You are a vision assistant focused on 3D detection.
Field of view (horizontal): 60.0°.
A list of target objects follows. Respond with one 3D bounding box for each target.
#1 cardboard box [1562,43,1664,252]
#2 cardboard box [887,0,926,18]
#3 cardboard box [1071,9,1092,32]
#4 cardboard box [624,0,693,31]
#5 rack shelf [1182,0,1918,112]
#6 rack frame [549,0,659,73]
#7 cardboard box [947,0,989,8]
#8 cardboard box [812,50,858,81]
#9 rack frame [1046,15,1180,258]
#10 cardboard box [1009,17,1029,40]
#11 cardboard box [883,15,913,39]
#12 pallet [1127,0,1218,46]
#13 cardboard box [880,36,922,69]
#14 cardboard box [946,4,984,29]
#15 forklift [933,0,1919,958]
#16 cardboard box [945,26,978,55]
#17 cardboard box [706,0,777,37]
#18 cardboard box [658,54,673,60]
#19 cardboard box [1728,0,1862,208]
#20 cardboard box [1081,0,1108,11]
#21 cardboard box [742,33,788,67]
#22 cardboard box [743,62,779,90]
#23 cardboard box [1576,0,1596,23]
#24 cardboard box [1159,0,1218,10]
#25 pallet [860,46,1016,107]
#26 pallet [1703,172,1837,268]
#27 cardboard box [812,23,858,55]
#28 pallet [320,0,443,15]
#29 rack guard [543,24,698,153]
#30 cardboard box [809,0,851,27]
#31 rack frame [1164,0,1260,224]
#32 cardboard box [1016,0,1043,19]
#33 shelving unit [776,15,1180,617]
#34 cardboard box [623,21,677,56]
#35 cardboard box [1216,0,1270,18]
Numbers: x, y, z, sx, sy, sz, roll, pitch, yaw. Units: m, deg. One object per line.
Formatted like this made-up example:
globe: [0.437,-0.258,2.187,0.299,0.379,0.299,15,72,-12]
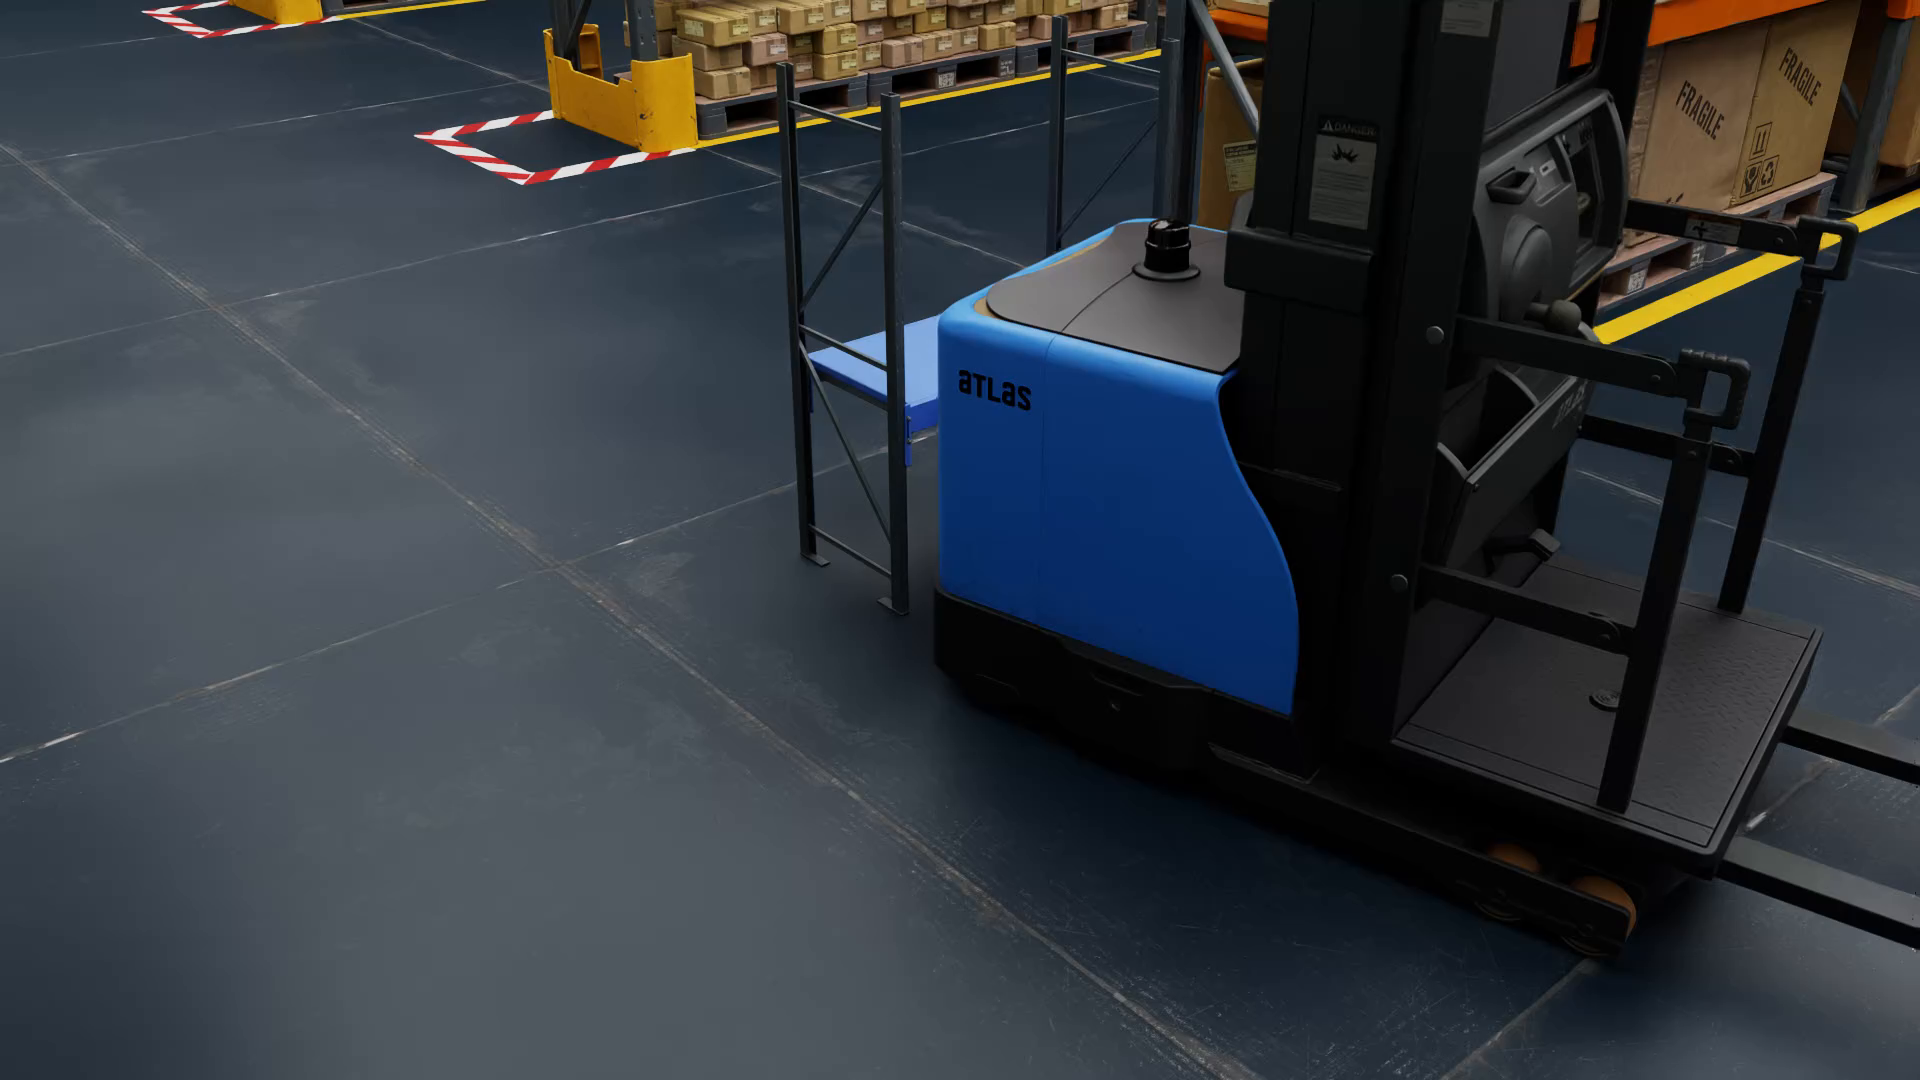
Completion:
cardboard box: [2.238,-1.651,6.966,0.875,0.875,0.875,-22,35,-35]
cardboard box: [-0.424,-3.348,10.280,0.250,0.149,0.380,-21,35,-34]
cardboard box: [0.682,-3.569,11.326,0.250,0.149,0.380,-21,34,-34]
cardboard box: [-1.793,-3.153,9.915,0.250,0.149,0.380,-21,35,-34]
rack shelf: [2.632,-2.195,6.937,4.000,0.370,1.077,-22,35,-35]
rack frame: [-2.032,-3.709,9.009,0.127,3.000,1.000,-22,35,-35]
cardboard box: [-0.035,-3.496,10.557,0.250,0.149,0.380,-23,36,-37]
cardboard box: [-0.829,-2.910,10.091,0.250,0.149,0.380,-21,35,-34]
rack frame: [0.452,-0.843,5.236,0.032,1.500,0.500,-22,35,-35]
cardboard box: [0.244,-3.428,11.062,0.250,0.149,0.380,-23,36,-36]
cardboard box: [-0.508,-3.260,10.430,0.250,0.149,0.380,-20,34,-32]
pallet: [1.603,-3.942,12.402,1.213,0.211,1.003,-22,35,-35]
cardboard box: [-0.451,-3.067,10.385,0.250,0.149,0.380,-24,36,-37]
cardboard box: [-0.065,-3.405,10.703,0.250,0.149,0.380,-24,36,-37]
forklift: [1.425,-0.684,3.421,3.031,2.935,1.130,19,33,31]
cardboard box: [-0.095,-3.247,10.722,0.250,0.149,0.380,-21,35,-34]
cardboard box: [-1.281,-3.066,9.752,0.250,0.149,0.380,-21,35,-34]
cardboard box: [-1.767,-2.873,10.023,0.250,0.149,0.380,-21,35,-34]
cardboard box: [3.600,-2.199,7.990,0.875,0.875,0.875,-22,35,-35]
cardboard box: [0.780,-3.695,11.244,0.250,0.149,0.380,-24,36,-37]
cardboard box: [-1.222,-2.900,9.758,0.250,0.149,0.380,-22,35,-35]
cardboard box: [-1.279,-2.792,9.872,0.250,0.149,0.380,-22,35,-35]
cardboard box: [2.181,-2.017,6.109,0.250,0.149,0.380,-23,35,-36]
cardboard box: [1.746,-4.147,12.034,0.500,0.500,0.500,-20,34,-33]
pallet: [-0.405,-3.110,10.845,1.213,0.211,1.003,-22,35,-35]
pallet: [3.524,-1.689,8.187,1.213,0.211,1.003,-22,35,-35]
cardboard box: [-0.827,-3.046,10.032,0.250,0.149,0.380,-21,34,-33]
pallet: [-4.764,-4.496,13.440,1.213,0.211,1.003,-22,35,-35]
rack guard: [-1.974,-2.630,9.641,0.348,0.500,1.175,-22,35,-35]
cardboard box: [-0.871,-3.202,10.008,0.250,0.149,0.380,-24,36,-37]
rack frame: [1.111,-1.900,5.623,0.127,3.000,1.000,-22,35,-35]
cardboard box: [0.333,-3.565,11.002,0.250,0.149,0.380,-22,35,-34]
shelving unit: [0.065,-0.688,4.945,1.048,1.500,0.538,-22,35,-35]
cardboard box: [-1.815,-3.032,10.005,0.250,0.149,0.380,-23,36,-36]
cardboard box: [1.168,-2.016,6.107,0.250,0.149,0.380,-21,35,-34]
